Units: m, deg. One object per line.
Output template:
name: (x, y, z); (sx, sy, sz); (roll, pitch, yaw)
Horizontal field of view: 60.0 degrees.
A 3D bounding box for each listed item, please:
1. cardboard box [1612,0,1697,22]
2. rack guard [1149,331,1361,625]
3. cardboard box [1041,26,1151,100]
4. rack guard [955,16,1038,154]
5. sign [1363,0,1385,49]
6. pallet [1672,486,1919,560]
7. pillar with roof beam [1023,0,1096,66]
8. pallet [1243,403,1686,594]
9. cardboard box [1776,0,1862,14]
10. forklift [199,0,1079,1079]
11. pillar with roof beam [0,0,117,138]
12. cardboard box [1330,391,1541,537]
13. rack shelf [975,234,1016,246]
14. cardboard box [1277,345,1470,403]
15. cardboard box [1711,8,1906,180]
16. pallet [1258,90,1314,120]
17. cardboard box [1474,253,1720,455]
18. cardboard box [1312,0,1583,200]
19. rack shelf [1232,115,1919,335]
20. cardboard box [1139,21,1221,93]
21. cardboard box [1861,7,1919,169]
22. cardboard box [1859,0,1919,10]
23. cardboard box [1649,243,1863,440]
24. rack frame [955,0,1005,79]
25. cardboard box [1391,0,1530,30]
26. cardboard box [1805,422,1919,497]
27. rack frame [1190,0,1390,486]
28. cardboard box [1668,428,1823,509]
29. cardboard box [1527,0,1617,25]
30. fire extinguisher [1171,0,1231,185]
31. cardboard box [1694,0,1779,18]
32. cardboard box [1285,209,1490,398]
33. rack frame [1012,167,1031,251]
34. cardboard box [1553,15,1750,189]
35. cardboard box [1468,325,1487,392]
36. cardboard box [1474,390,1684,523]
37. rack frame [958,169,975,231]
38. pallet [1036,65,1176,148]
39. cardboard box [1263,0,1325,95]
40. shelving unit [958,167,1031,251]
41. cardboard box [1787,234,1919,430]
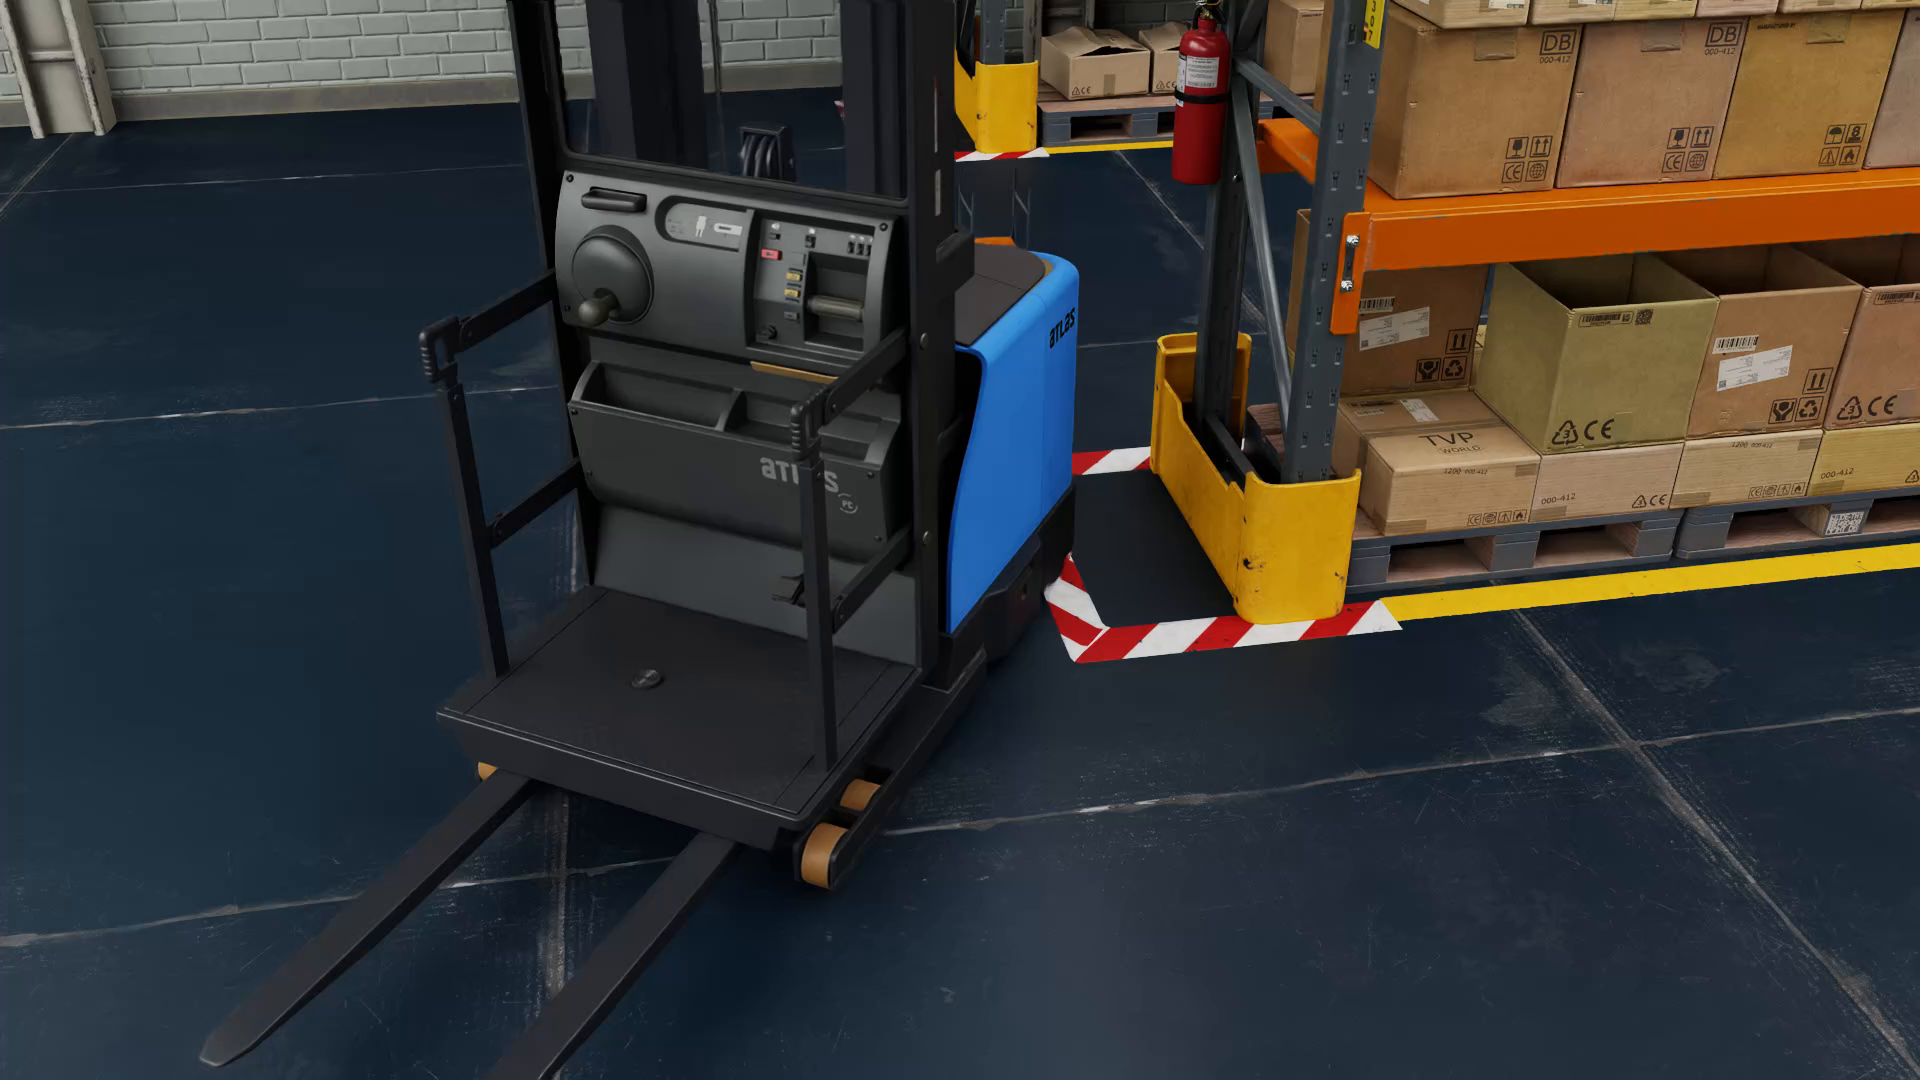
cardboard box: (1.926, -1.625, 4.816); (0.250, 0.149, 0.380); (-5, 31, -9)
rack guard: (0.973, -0.247, 5.677); (0.348, 0.500, 1.175); (-5, 31, -9)
cardboard box: (0.797, -2.845, 9.848); (0.500, 0.311, 0.500); (-9, 32, -15)
rack guard: (0.175, -2.725, 9.892); (0.348, 0.500, 1.175); (-5, 31, -9)
sign: (1.091, -1.457, 4.336); (0.005, 0.325, 0.100); (-5, 31, -9)
pallet: (2.939, -0.325, 6.094); (1.213, 0.211, 1.003); (-5, 31, -9)
pillar with roof beam: (1.409, -4.731, 4.918); (0.400, 9.000, 9.100); (-5, 31, -9)
pallet: (1.741, -0.215, 5.908); (1.213, 0.211, 1.003); (-5, 31, -9)
cardboard box: (2.437, -1.673, 4.897); (0.250, 0.149, 0.380); (-6, 31, -11)
forklift: (-0.676, -0.623, 3.918); (1.130, 2.935, 3.031); (13, 33, 20)
pillar with roof beam: (-4.493, -4.183, 3.986); (0.400, 9.000, 9.100); (-5, 31, -9)
cardboard box: (1.564, -0.260, 5.532); (0.500, 0.250, 0.500); (-5, 31, -9)
rack shelf: (0.106, -0.916, 5.497); (0.180, 0.103, 0.258); (-4, 31, -9)
cardboard box: (1.471, -0.519, 5.971); (0.500, 0.250, 0.500); (-5, 31, -9)
cardboard box: (2.463, -1.499, 5.241); (0.500, 0.500, 0.700); (-5, 31, -9)
pallet: (2.178, -2.767, 10.248); (1.213, 0.211, 1.003); (-5, 31, -9)
cardboard box: (2.056, -0.630, 5.421); (0.500, 0.500, 0.500); (-5, 31, -9)
cardboard box: (1.458, -1.406, 5.083); (0.500, 0.500, 0.700); (-5, 31, -9)
rack shelf: (2.964, -1.199, 5.540); (4.000, 0.370, 1.077); (-5, 31, -9)
cardboard box: (1.358, -2.897, 9.936); (0.500, 0.311, 0.500); (-3, 31, -5)
cardboard box: (2.980, -1.549, 5.326); (0.500, 0.500, 0.700); (-4, 31, -7)
cardboard box: (2.688, -1.696, 4.937); (0.250, 0.149, 0.380); (-6, 31, -10)
cardboard box: (2.545, -0.682, 5.510); (0.500, 0.500, 0.500); (-5, 31, -9)
rack frame: (0.101, -3.796, 9.247); (0.127, 3.000, 1.000); (-5, 31, -9)
cardboard box: (1.421, -1.578, 4.735); (0.250, 0.149, 0.380); (-6, 31, -9)
cardboard box: (3.040, -0.397, 5.763); (0.500, 0.250, 0.500); (-5, 31, -9)
rack frame: (0.997, -1.327, 5.047); (0.127, 3.000, 1.000); (-5, 31, -9)
cardboard box: (2.547, -0.353, 5.690); (0.500, 0.250, 0.500); (-5, 31, -9)
cardboard box: (1.681, -1.603, 4.779); (0.250, 0.149, 0.380); (-6, 31, -10)
fire extinguisher: (0.797, -1.514, 5.442); (0.183, 0.674, 0.296); (-5, 31, -9)
cardboard box: (2.175, -1.647, 4.853); (0.250, 0.149, 0.380); (-6, 31, -10)
cardboard box: (1.471, -0.843, 5.783); (0.500, 0.500, 0.500); (-5, 31, -9)
rack frame: (0.190, -0.650, 5.671); (0.006, 1.200, 0.240); (-4, 31, -9)
cardboard box: (1.974, -1.456, 5.169); (0.500, 0.500, 0.700); (-5, 31, -8)
cardboard box: (1.961, -0.570, 6.059); (0.500, 0.250, 0.500); (-5, 31, -9)
cardboard box: (2.055, -0.308, 5.613); (0.500, 0.250, 0.500); (-5, 31, -9)
rack frame: (0.010, -0.636, 5.641); (0.006, 1.200, 0.240); (-4, 31, -9)
pallet: (0.981, -2.658, 10.061); (1.213, 0.211, 1.003); (-5, 31, -9)
cardboard box: (2.089, -3.021, 9.960); (0.500, 0.500, 0.700); (-7, 31, -12)
shelving unit: (0.100, -0.643, 5.656); (0.189, 1.200, 0.258); (-4, 31, -9)
cardboard box: (3.040, -0.719, 5.572); (0.500, 0.500, 0.500); (-5, 31, -9)
